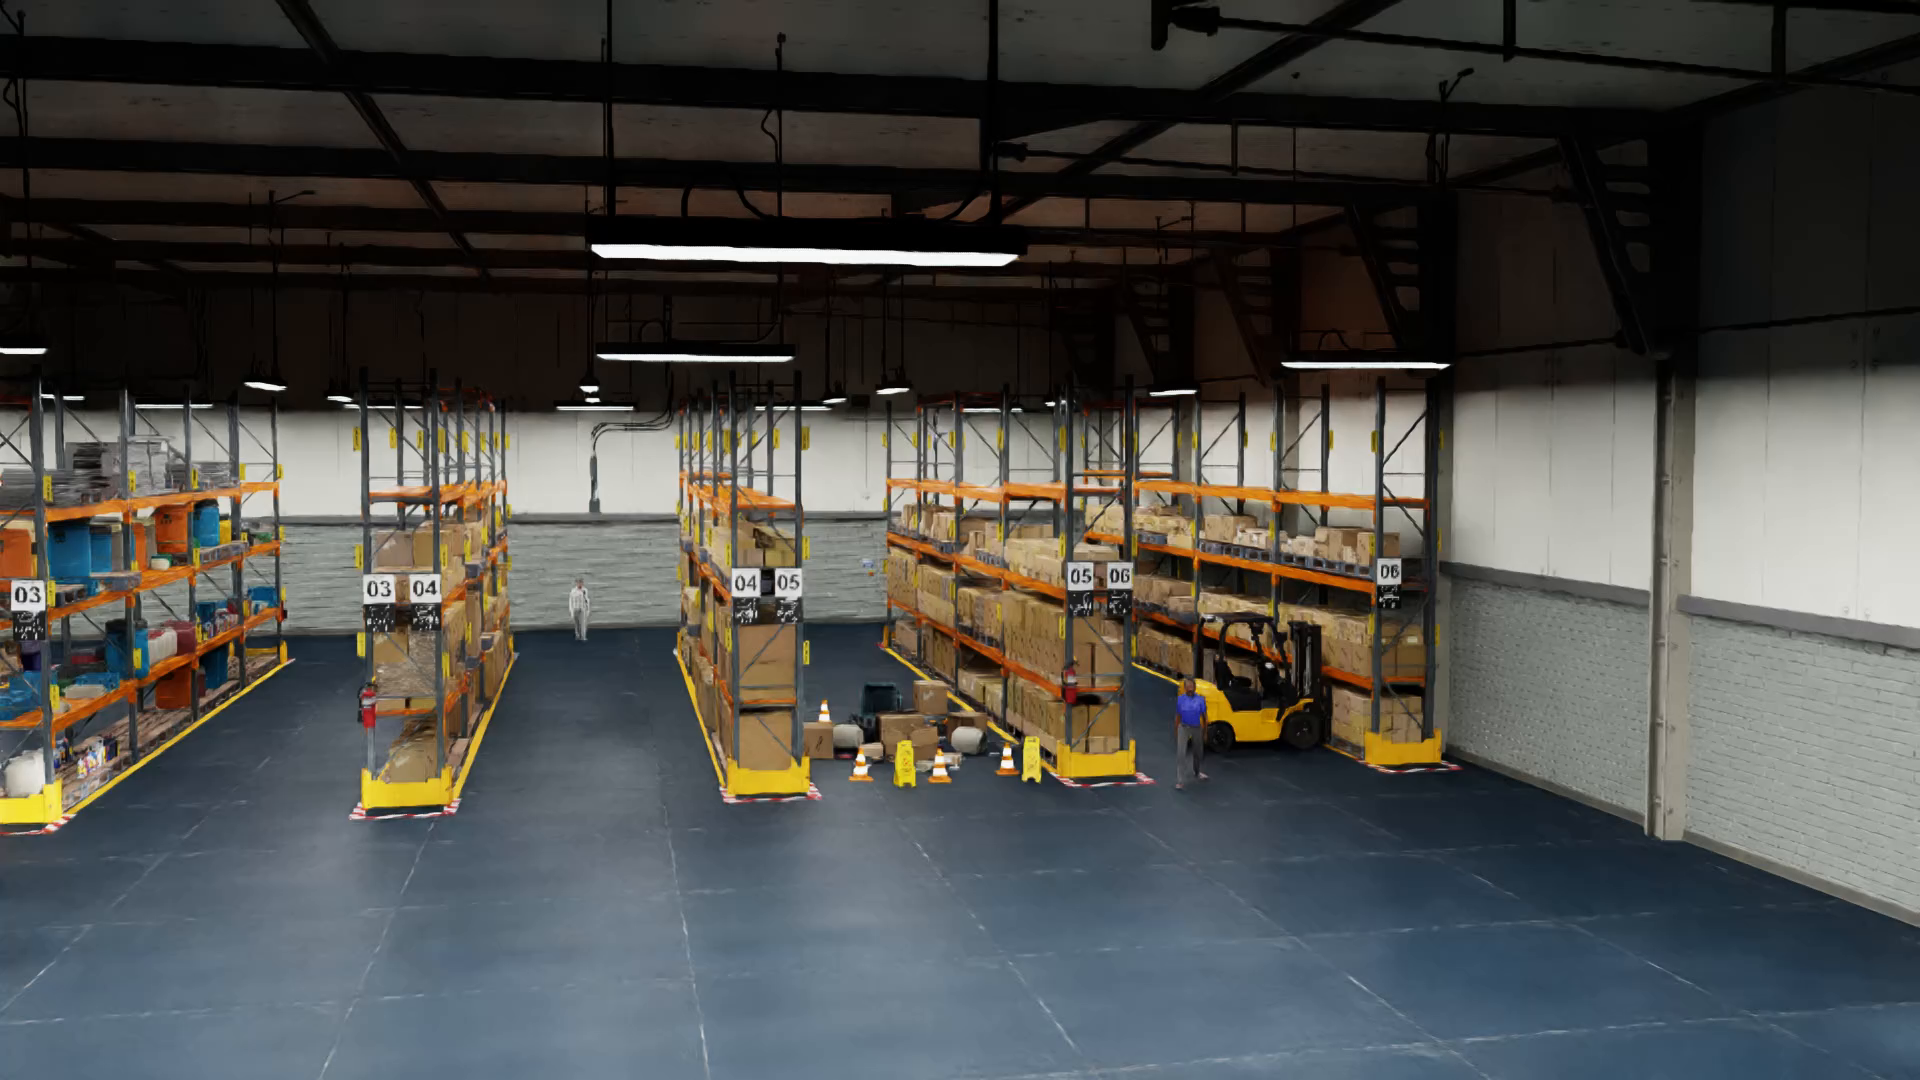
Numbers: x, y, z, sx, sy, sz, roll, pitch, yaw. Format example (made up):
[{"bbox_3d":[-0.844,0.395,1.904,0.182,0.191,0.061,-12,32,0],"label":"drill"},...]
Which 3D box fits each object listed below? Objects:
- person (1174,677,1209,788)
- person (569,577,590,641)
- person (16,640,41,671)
[{"bbox_3d":[3.367,2.762,24.165,0.505,1.591,0.939,1,3,9],"label":"person"},{"bbox_3d":[-9.522,1.714,41.592,0.495,1.589,1.084,-1,3,-10],"label":"person"},{"bbox_3d":[-18.139,2.273,32.439,0.481,1.565,1.091,-1,4,-14],"label":"person"}]
